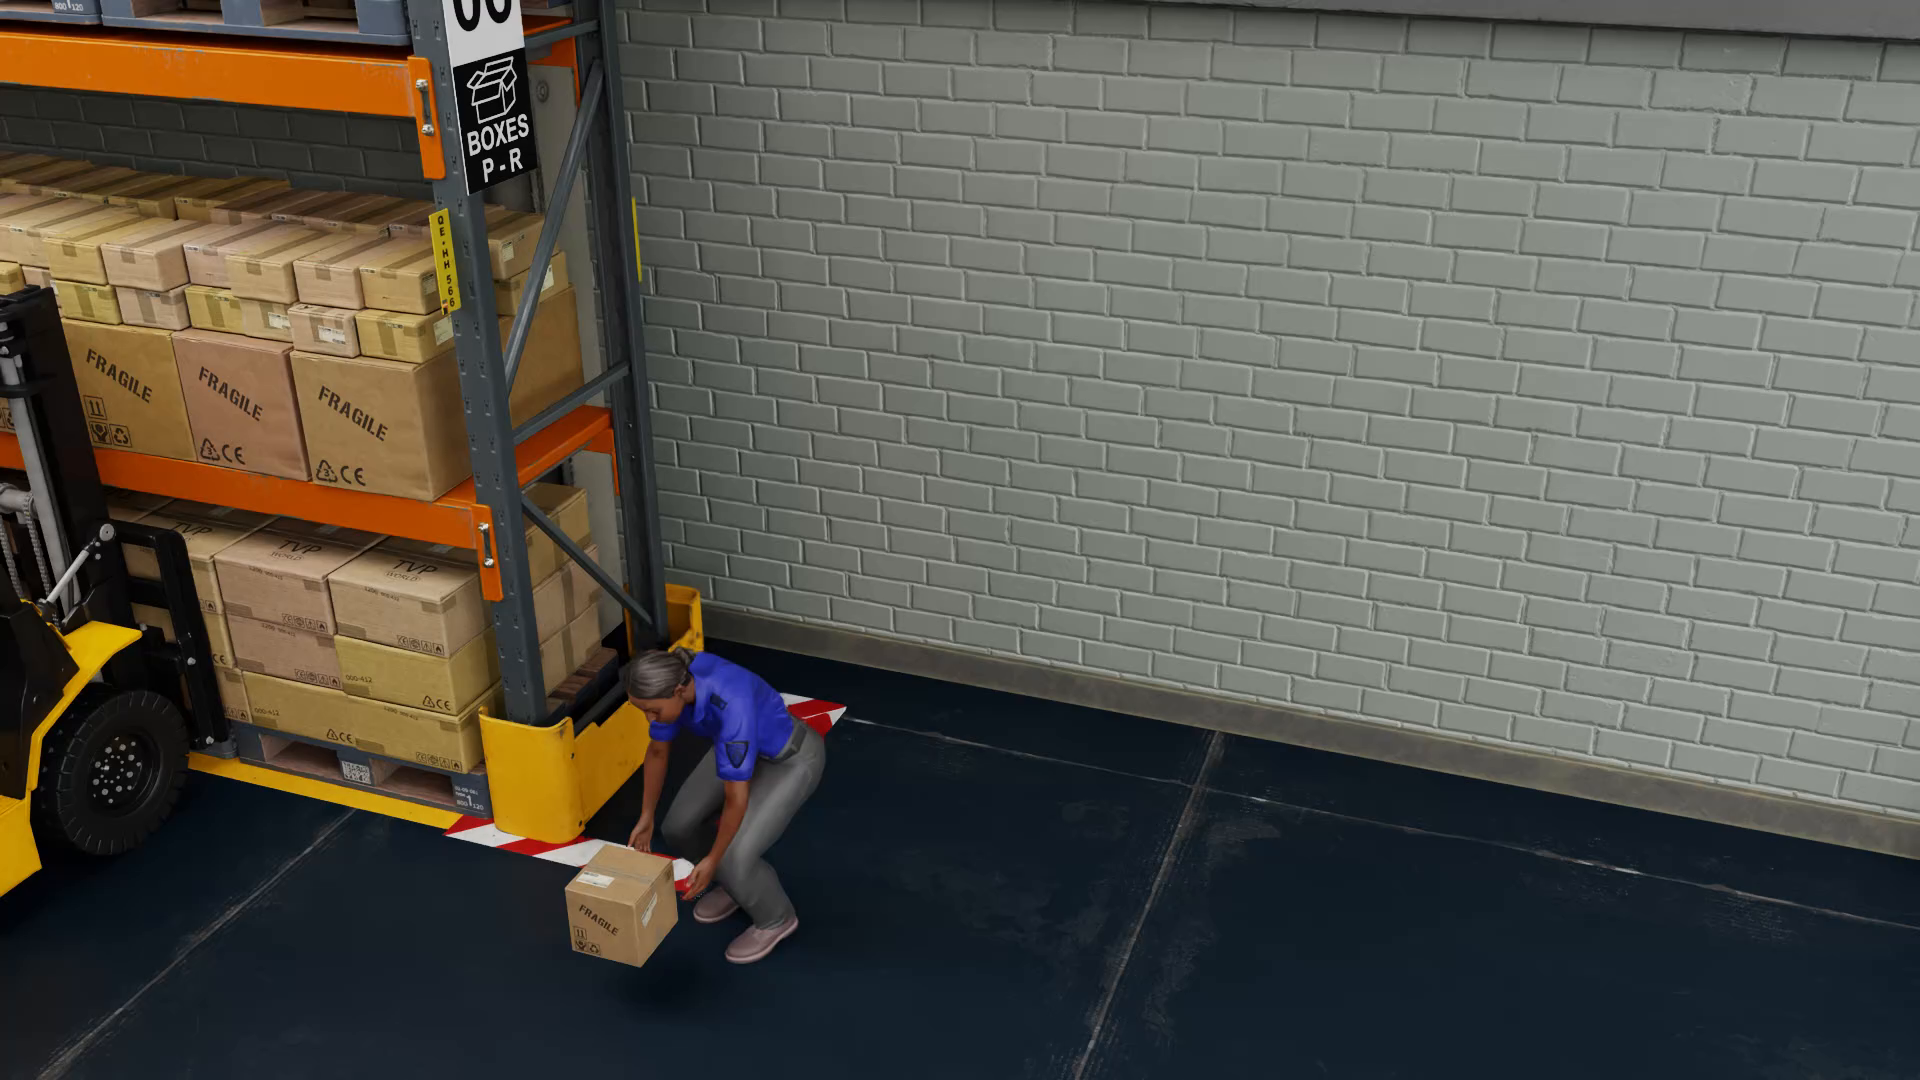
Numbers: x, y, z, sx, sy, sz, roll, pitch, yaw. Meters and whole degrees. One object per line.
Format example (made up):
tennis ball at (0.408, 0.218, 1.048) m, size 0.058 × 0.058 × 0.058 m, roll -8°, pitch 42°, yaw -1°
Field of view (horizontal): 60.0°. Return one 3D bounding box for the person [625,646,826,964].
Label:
person at (-0.748, 0.811, 5.456) m, size 0.706 × 1.221 × 0.501 m, roll -22°, pitch 34°, yaw -38°
